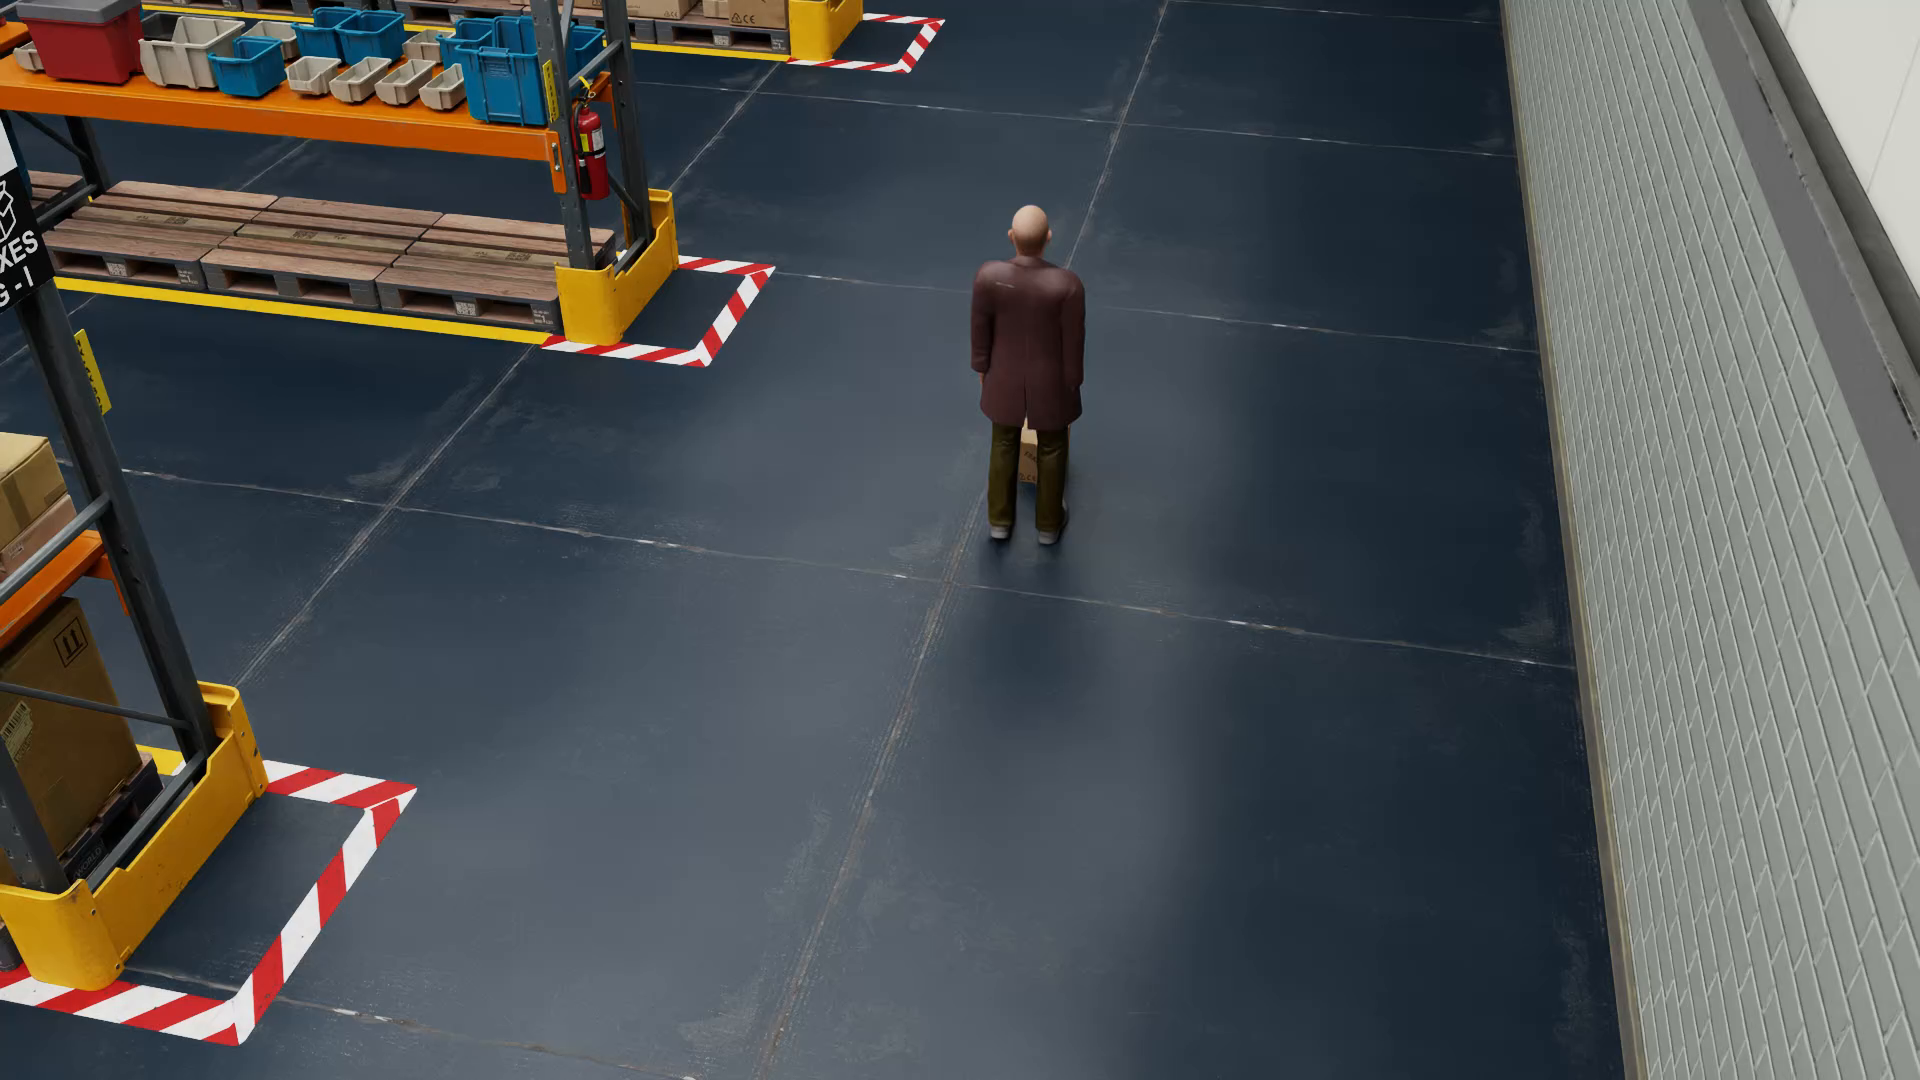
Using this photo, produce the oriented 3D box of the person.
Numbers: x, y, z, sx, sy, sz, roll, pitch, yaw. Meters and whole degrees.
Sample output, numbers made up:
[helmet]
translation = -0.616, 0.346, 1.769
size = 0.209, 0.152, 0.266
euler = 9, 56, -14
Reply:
[person]
translation = 0.322, -0.738, 8.158
size = 0.623, 1.588, 0.588
euler = 8, 37, 10
